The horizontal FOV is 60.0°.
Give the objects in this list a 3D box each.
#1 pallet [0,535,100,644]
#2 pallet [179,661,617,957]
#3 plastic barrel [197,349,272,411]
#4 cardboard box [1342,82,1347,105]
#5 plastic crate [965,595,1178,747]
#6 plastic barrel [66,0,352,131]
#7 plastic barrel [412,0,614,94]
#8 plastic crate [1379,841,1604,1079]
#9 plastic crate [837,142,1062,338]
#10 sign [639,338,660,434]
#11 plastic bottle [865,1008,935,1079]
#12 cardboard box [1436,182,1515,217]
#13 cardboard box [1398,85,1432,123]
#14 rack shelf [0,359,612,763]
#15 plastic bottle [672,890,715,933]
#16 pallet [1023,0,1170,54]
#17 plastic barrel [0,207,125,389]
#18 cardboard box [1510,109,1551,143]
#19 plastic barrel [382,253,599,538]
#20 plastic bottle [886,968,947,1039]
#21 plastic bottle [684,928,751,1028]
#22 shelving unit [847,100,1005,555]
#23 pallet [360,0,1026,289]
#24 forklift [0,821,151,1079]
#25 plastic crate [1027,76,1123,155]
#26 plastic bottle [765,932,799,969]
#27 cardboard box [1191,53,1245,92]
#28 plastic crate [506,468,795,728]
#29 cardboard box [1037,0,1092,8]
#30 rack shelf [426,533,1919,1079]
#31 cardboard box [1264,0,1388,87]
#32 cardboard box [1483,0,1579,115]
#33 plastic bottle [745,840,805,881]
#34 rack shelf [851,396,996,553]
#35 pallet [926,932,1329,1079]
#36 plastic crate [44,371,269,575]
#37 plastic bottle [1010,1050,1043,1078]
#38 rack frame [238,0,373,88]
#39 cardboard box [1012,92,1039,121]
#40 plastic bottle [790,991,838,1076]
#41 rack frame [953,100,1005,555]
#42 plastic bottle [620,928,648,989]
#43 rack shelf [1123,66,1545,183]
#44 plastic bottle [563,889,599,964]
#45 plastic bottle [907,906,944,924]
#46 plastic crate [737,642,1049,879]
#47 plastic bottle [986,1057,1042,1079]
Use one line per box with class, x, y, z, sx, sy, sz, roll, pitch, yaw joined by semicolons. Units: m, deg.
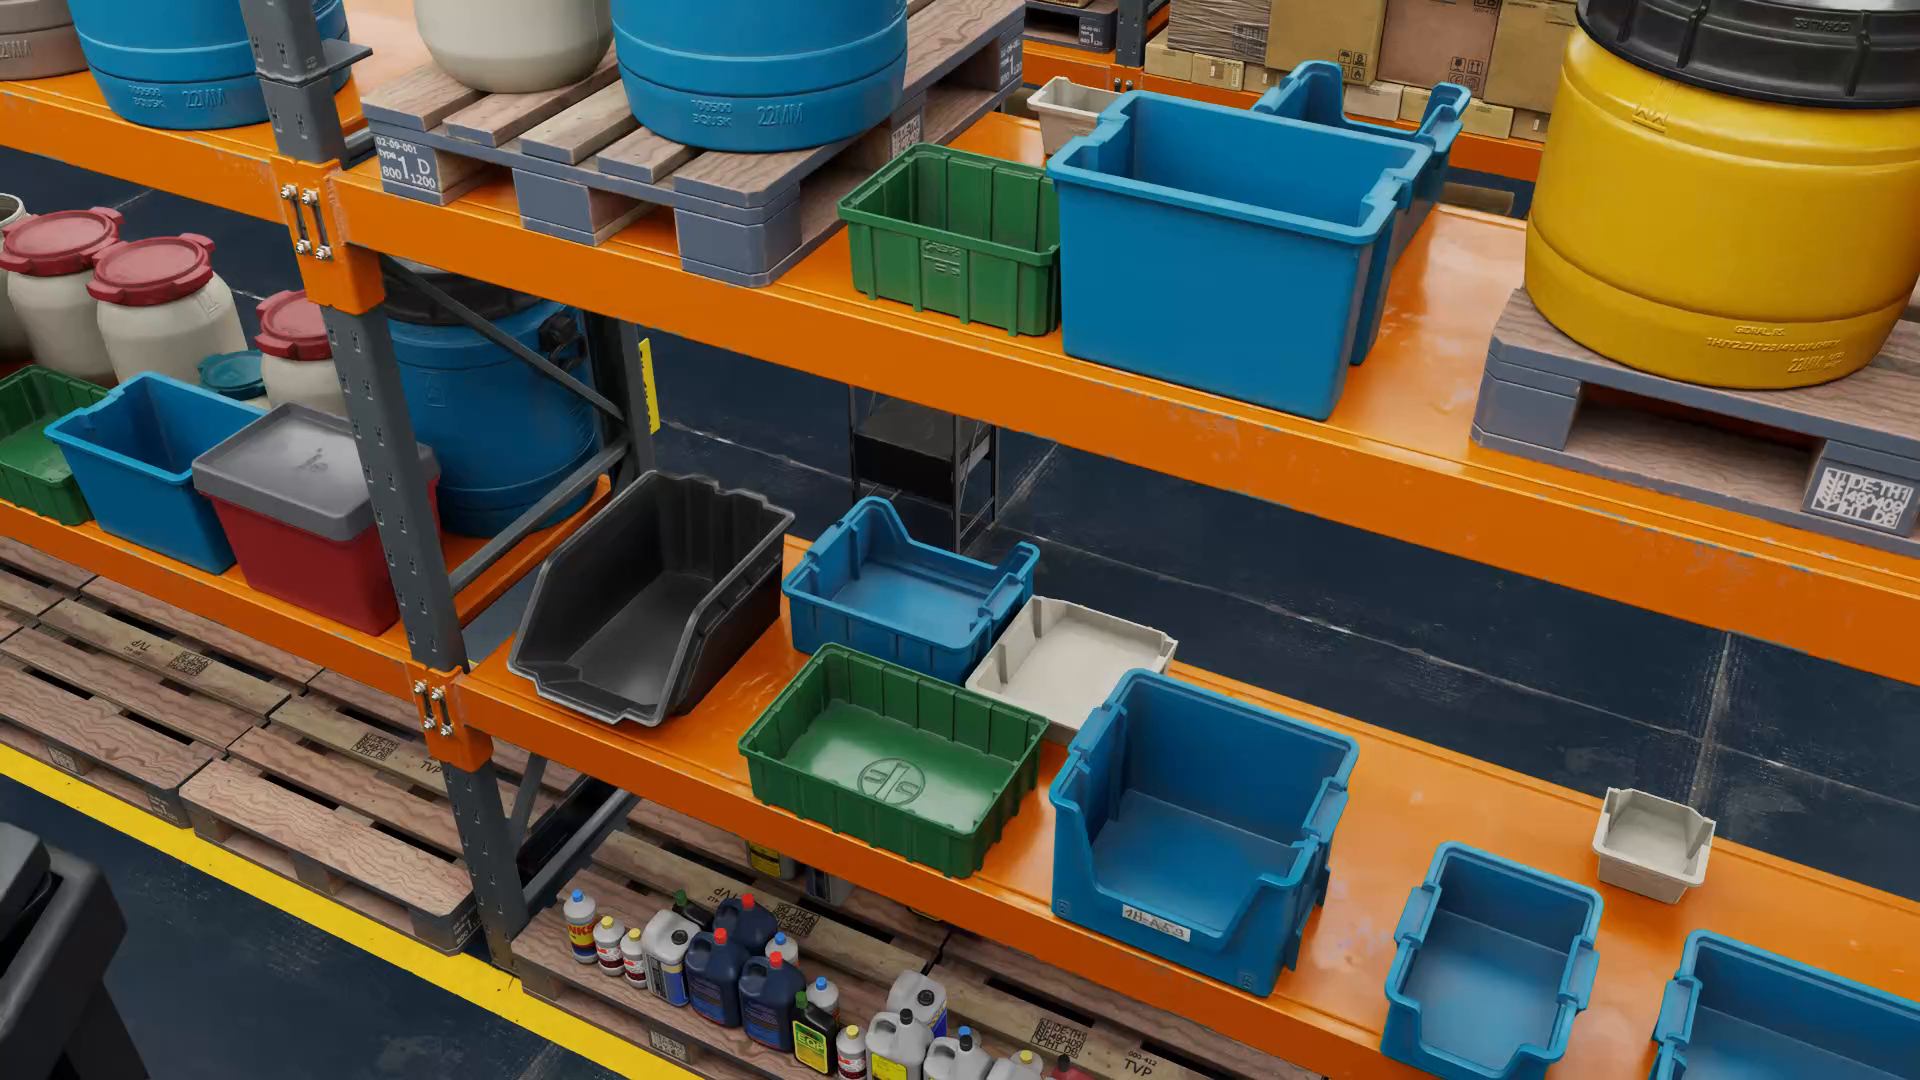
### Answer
pallet;-4.122;0.176;6.844;1.213;0.211;1.003;17;41;21
pallet;-1.955;0.854;5.950;1.213;0.211;1.003;17;41;21
plastic barrel;-2.345;-0.454;5.482;0.301;0.262;0.301;0;37;0
cardboard box;1.767;-2.201;7.877;0.250;0.149;0.380;17;41;21
plastic crate;0.318;0.362;4.511;0.437;0.136;0.530;17;41;21
plastic barrel;-1.792;-1.478;3.821;0.708;0.901;0.600;17;41;21
plastic barrel;-0.948;-1.240;3.482;0.421;0.512;0.421;0;37;0
plastic crate;1.156;0.950;3.640;0.408;0.251;0.499;17;41;21
plastic crate;0.036;-0.584;3.233;0.450;0.188;0.336;17;41;21
sign;-0.977;-0.461;5.148;0.005;0.325;0.100;17;41;21
plastic bottle;-0.169;1.439;4.700;0.185;0.351;0.144;17;40;21
cardboard box;2.474;-1.471;8.428;0.500;0.500;0.500;14;39;18
cardboard box;2.212;-2.062;7.694;0.250;0.149;0.380;17;41;21
rack shelf;-3.016;-0.328;5.797;4.000;0.370;1.077;17;41;21
plastic bottle;-0.811;1.190;5.085;0.133;0.283;0.061;17;41;21
pallet;0.426;-2.932;8.791;1.213;0.211;1.003;17;41;21
plastic barrel;-3.025;-0.821;5.738;0.433;0.535;0.433;0;37;0
cardboard box;2.671;-1.942;7.535;0.250;0.149;0.380;17;41;21
plastic barrel;-1.444;-0.529;5.051;0.708;0.901;0.600;17;41;21
plastic bottle;-0.123;1.382;4.837;0.135;0.276;0.152;17;41;21
plastic bottle;-0.714;1.268;4.925;0.185;0.351;0.144;18;41;23
shelving unit;-0.147;-0.882;6.676;0.503;2.100;0.431;17;41;21
pallet;-0.555;-1.030;3.802;1.003;0.211;1.213;17;41;21
forklift;-1.940;1.533;2.806;3.031;2.935;1.130;15;40;19
plastic crate;0.371;-0.919;3.717;0.396;0.136;0.243;17;41;21
plastic bottle;-0.530;1.275;4.982;0.097;0.271;0.097;0;37;0
cardboard box;1.306;-2.320;8.033;0.250;0.149;0.380;17;41;21
plastic crate;-0.834;0.180;4.584;0.504;0.338;0.767;17;41;21
cardboard box;0.397;-3.420;8.432;1.000;1.000;1.000;18;41;22
rack shelf;0.536;0.784;4.332;4.000;0.370;1.077;17;41;21
cardboard box;1.837;-2.560;7.813;0.500;0.500;0.875;17;41;21
cardboard box;2.752;-2.314;7.489;0.500;0.500;0.875;17;41;21
plastic bottle;-0.602;0.923;5.381;0.185;0.351;0.144;17;41;21
rack shelf;-0.147;-0.314;7.107;0.480;0.518;0.431;17;41;21
pallet;0.424;1.599;4.968;1.213;0.211;1.003;17;41;21
plastic crate;-2.363;-0.192;5.036;0.575;0.384;0.392;17;41;21
plastic bottle;0.186;1.522;4.715;0.097;0.201;0.097;0;37;0
rack frame;-1.240;-2.448;3.033;0.127;3.000;1.000;17;41;21
cardboard box;0.502;-2.080;9.213;0.500;0.500;0.700;14;39;18
plastic bottle;-0.419;1.416;4.787;0.133;0.283;0.061;19;41;23
rack frame;0.070;-0.815;6.586;0.015;2.100;0.400;17;41;21
plastic bottle;-0.978;1.261;5.058;0.097;0.201;0.097;0;37;0
rack shelf;2.814;-1.875;7.835;4.000;0.370;1.077;17;41;21
plastic bottle;-1.159;1.177;5.112;0.097;0.271;0.097;0;37;0
plastic bottle;-0.103;1.078;5.232;0.133;0.283;0.061;17;41;21
plastic crate;-0.165;0.555;4.214;0.662;0.188;0.450;17;41;21
plastic bottle;0.145;1.564;4.597;0.135;0.276;0.152;16;40;20
